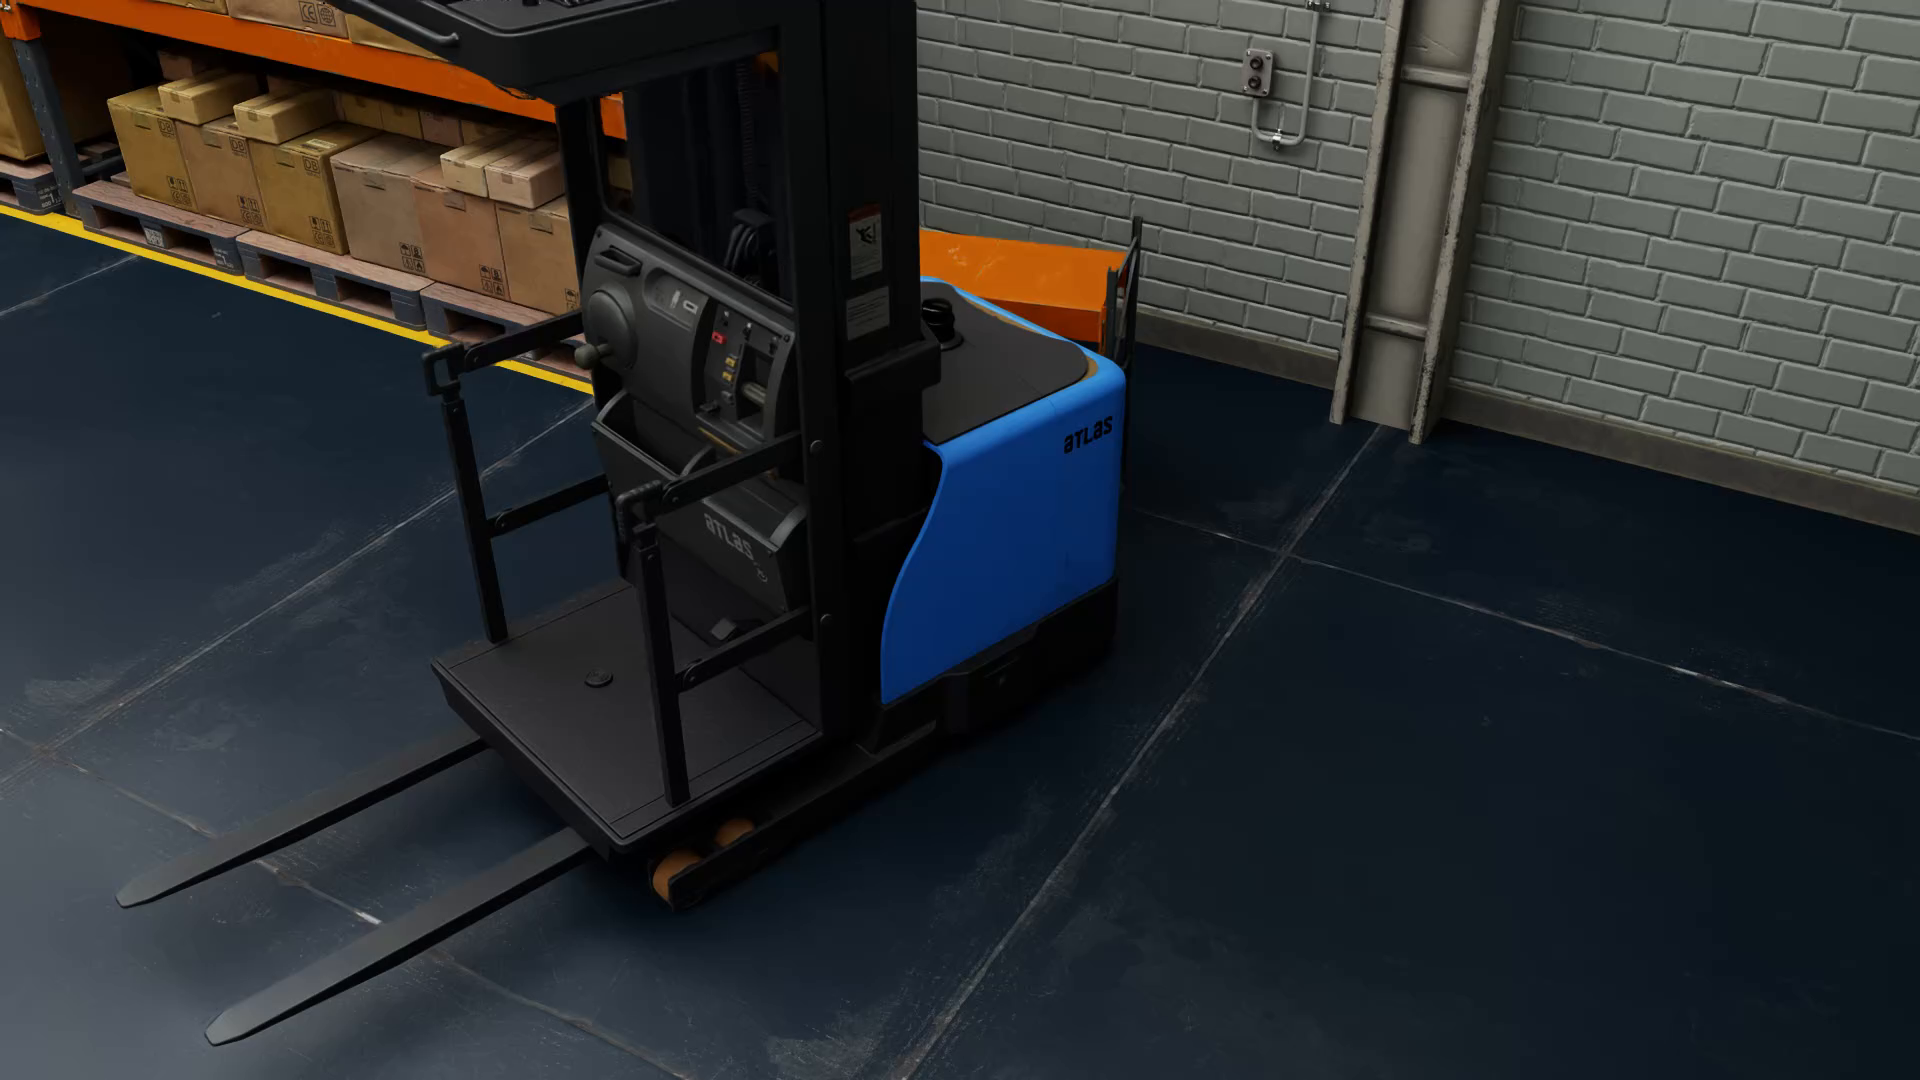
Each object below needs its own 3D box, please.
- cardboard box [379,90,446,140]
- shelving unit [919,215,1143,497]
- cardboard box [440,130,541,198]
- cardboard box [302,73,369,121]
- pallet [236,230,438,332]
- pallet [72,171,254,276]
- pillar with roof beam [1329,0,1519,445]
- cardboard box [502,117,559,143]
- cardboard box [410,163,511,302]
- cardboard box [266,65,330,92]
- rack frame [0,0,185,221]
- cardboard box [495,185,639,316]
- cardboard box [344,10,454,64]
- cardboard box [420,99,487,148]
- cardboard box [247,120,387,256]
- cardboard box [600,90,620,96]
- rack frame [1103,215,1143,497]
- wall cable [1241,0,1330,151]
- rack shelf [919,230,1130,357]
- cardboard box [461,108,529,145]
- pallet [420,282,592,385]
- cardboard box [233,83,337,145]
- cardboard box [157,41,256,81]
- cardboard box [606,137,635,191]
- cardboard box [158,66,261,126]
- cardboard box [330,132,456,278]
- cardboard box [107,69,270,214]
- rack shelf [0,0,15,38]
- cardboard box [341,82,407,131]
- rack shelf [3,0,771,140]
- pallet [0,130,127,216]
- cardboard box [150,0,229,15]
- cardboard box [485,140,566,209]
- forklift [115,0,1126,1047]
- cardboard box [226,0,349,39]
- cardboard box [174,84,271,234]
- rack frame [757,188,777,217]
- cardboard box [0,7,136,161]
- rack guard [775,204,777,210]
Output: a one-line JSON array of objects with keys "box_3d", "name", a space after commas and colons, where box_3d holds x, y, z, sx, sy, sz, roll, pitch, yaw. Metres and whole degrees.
[{"box_3d": [-2.524, -2.052, 7.916, 0.250, 0.149, 0.380, 18, 38, 25], "name": "cardboard box"}, {"box_3d": [0.085, -0.640, 6.197, 1.048, 1.125, 0.538, 9, 35, 13], "name": "shelving unit"}, {"box_3d": [-2.054, -1.660, 7.327, 0.250, 0.149, 0.380, 19, 38, 26], "name": "cardboard box"}, {"box_3d": [-2.968, -2.192, 8.127, 0.250, 0.149, 0.380, 18, 38, 25], "name": "cardboard box"}, {"box_3d": [-2.760, -1.451, 8.239, 1.213, 0.211, 1.003, 18, 37, 24], "name": "pallet"}, {"box_3d": [-3.824, -1.786, 8.742, 1.213, 0.211, 1.003, 18, 37, 24], "name": "pallet"}, {"box_3d": [-0.335, -2.192, 1.424, 0.400, 9.000, 9.100, 18, 37, 24], "name": "pillar with roof beam"}, {"box_3d": [-1.862, -1.843, 7.602, 0.250, 0.149, 0.380, 18, 38, 25], "name": "cardboard box"}, {"box_3d": [-2.064, -1.510, 7.687, 0.500, 0.500, 0.700, 17, 37, 24], "name": "cardboard box"}, {"box_3d": [-3.187, -2.262, 8.232, 0.250, 0.149, 0.380, 16, 37, 23], "name": "cardboard box"}, {"box_3d": [-4.445, -3.193, 8.339, 0.127, 3.000, 1.000, 18, 37, 24], "name": "rack frame"}, {"box_3d": [-1.630, -1.372, 7.481, 0.500, 0.500, 0.700, 18, 37, 24], "name": "cardboard box"}, {"box_3d": [-2.057, -2.548, 7.100, 0.700, 0.700, 0.980, 17, 37, 24], "name": "cardboard box"}, {"box_3d": [-2.300, -1.982, 7.811, 0.250, 0.149, 0.380, 18, 38, 25], "name": "cardboard box"}, {"box_3d": [-2.968, -1.791, 8.109, 0.500, 0.500, 0.700, 18, 38, 25], "name": "cardboard box"}, {"box_3d": [-1.420, -2.354, 6.808, 0.700, 0.700, 0.980, 19, 38, 26], "name": "cardboard box"}, {"box_3d": [0.575, -0.565, 6.083, 0.032, 1.125, 0.500, 9, 35, 13], "name": "rack frame"}, {"box_3d": [0.609, -2.619, 6.561, 1.851, 1.984, 0.084, 18, 37, 24], "name": "wall cable"}, {"box_3d": [0.085, -0.884, 6.034, 1.000, 0.278, 0.538, 9, 35, 13], "name": "rack shelf"}, {"box_3d": [-2.079, -1.912, 7.706, 0.250, 0.149, 0.380, 18, 38, 25], "name": "cardboard box"}, {"box_3d": [-1.705, -1.115, 7.734, 1.213, 0.211, 1.003, 18, 37, 24], "name": "pallet"}, {"box_3d": [-3.187, -2.017, 7.864, 0.250, 0.149, 0.380, 16, 37, 23], "name": "cardboard box"}, {"box_3d": [-3.874, -2.478, 8.556, 0.250, 0.149, 0.380, 17, 37, 24], "name": "cardboard box"}, {"box_3d": [-1.422, -1.704, 7.394, 0.250, 0.149, 0.380, 18, 38, 25], "name": "cardboard box"}, {"box_3d": [-3.640, -2.161, 8.080, 0.250, 0.149, 0.380, 19, 38, 26], "name": "cardboard box"}, {"box_3d": [-2.501, -1.648, 7.894, 0.500, 0.500, 0.700, 16, 37, 23], "name": "cardboard box"}, {"box_3d": [-3.847, -2.073, 8.533, 0.500, 0.500, 0.700, 18, 38, 25], "name": "cardboard box"}, {"box_3d": [-6.182, -3.444, 9.365, 4.000, 0.370, 1.077, 18, 37, 24], "name": "rack shelf"}, {"box_3d": [-2.743, -2.122, 8.021, 0.250, 0.149, 0.380, 17, 37, 24], "name": "cardboard box"}, {"box_3d": [-2.709, -2.344, 7.713, 4.000, 0.370, 1.077, 18, 37, 24], "name": "rack shelf"}, {"box_3d": [-5.153, -2.209, 9.376, 1.213, 0.211, 1.003, 18, 37, 24], "name": "pallet"}, {"box_3d": [-3.351, -2.958, 7.715, 0.700, 0.700, 0.980, 17, 37, 23], "name": "cardboard box"}, {"box_3d": [-1.832, -1.590, 7.222, 0.250, 0.149, 0.380, 17, 37, 24], "name": "cardboard box"}, {"box_3d": [-0.903, -0.512, 4.374, 3.031, 2.935, 1.130, -27, 42, -34], "name": "forklift"}, {"box_3d": [-2.715, -2.763, 7.422, 0.700, 0.700, 0.980, 16, 37, 22], "name": "cardboard box"}, {"box_3d": [-3.412, -1.933, 8.323, 0.500, 0.500, 0.700, 17, 37, 24], "name": "cardboard box"}, {"box_3d": [-0.972, -2.093, 6.687, 0.127, 3.000, 1.000, 18, 37, 24], "name": "rack frame"}, {"box_3d": [-5.074, -2.590, 8.993, 0.750, 0.750, 0.750, 18, 38, 25], "name": "cardboard box"}, {"box_3d": [-0.951, -1.046, 7.370, 0.348, 0.500, 1.175, 18, 37, 24], "name": "rack guard"}]
